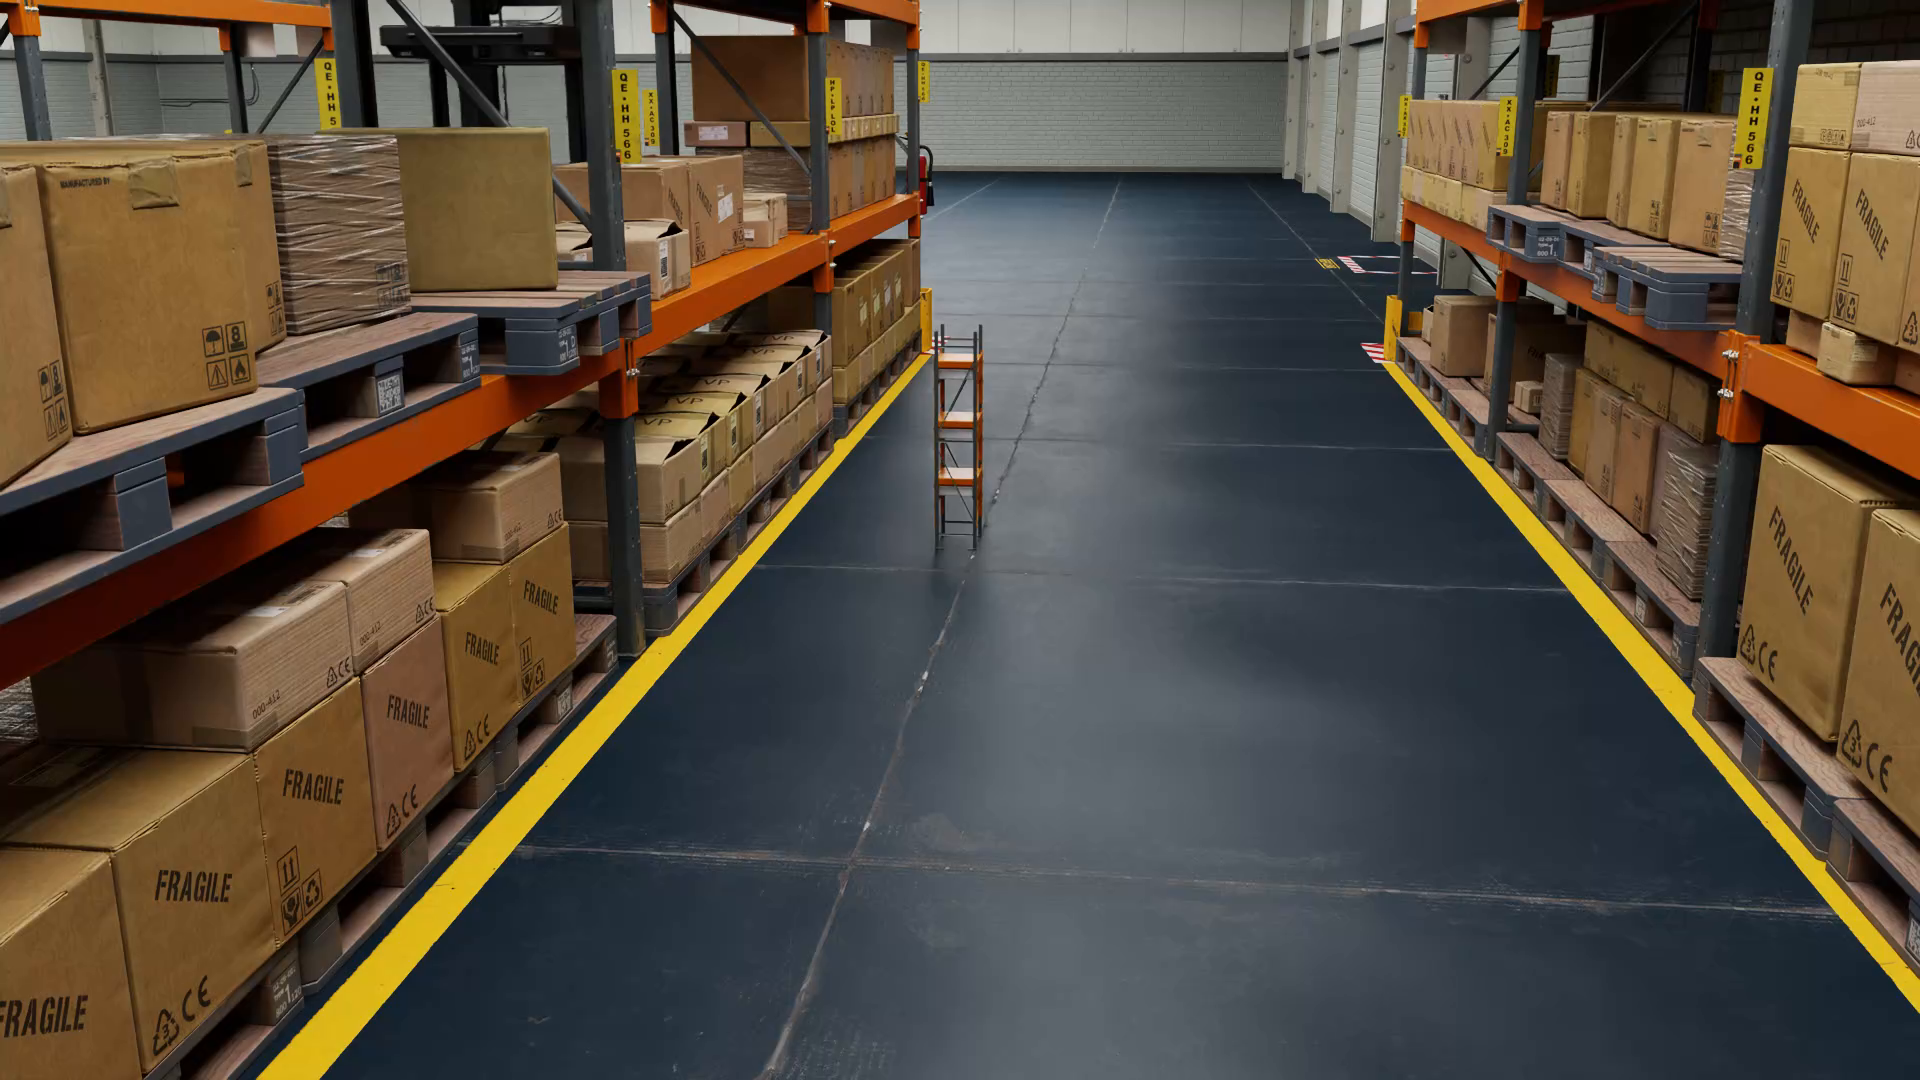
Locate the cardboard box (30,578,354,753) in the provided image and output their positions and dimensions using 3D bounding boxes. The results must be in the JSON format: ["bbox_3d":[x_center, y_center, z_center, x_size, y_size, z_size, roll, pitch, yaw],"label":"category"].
[{"bbox_3d":[-1.782,0.279,3.892,0.500,0.250,0.500,2,15,6],"label":"cardboard box"}]

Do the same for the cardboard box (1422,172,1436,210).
[{"bbox_3d":[3.607,-2.496,11.894,0.500,0.250,0.500,1,15,5],"label":"cardboard box"}]

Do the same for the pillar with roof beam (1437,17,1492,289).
[{"bbox_3d":[1.265,-7.315,17.973,9.100,9.000,0.400,2,15,6],"label":"pillar with roof beam"}]

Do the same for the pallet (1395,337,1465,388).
[{"bbox_3d":[3.950,-1.367,12.814,1.003,0.211,1.213,2,15,6],"label":"pallet"}]

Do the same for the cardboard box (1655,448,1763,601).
[{"bbox_3d":[3.212,-0.062,6.590,0.700,0.500,0.500,2,15,7],"label":"cardboard box"}]

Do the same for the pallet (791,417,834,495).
[{"bbox_3d":[-1.333,-0.512,9.651,1.003,0.211,1.213,2,15,6],"label":"pallet"}]

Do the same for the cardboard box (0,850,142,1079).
[{"bbox_3d":[-1.894,0.901,3.031,0.500,0.500,0.500,1,15,4],"label":"cardboard box"}]

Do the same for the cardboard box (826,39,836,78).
[{"bbox_3d":[-1.189,-2.971,10.726,0.700,0.500,0.500,2,15,6],"label":"cardboard box"}]

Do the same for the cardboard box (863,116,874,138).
[{"bbox_3d":[-0.835,-3.008,12.107,0.380,0.149,0.250,2,15,8],"label":"cardboard box"}]

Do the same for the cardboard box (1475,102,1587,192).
[{"bbox_3d":[3.380,-2.336,9.868,0.500,0.500,0.500,2,15,6],"label":"cardboard box"}]

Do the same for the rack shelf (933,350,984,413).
[{"bbox_3d":[-0.006,-0.757,7.902,0.215,0.259,0.240,2,15,6],"label":"rack shelf"}]

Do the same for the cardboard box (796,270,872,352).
[{"bbox_3d":[-0.876,-1.529,11.095,0.500,0.500,0.500,2,15,6],"label":"cardboard box"}]

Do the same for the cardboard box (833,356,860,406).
[{"bbox_3d":[-0.935,-1.037,10.713,0.500,0.250,0.500,2,15,6],"label":"cardboard box"}]

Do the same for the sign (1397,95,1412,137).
[{"bbox_3d":[3.546,-3.377,13.244,0.100,0.325,0.005,2,15,6],"label":"sign"}]

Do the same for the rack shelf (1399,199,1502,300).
[{"bbox_3d":[3.860,-2.077,11.474,1.077,0.370,4.000,2,15,6],"label":"rack shelf"}]

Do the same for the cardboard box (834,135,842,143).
[{"bbox_3d":[-0.982,-2.676,10.877,0.380,0.149,0.250,2,15,6],"label":"cardboard box"}]

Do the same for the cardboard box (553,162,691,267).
[{"bbox_3d":[-1.567,-1.497,7.759,0.500,0.500,0.500,1,15,3],"label":"cardboard box"}]

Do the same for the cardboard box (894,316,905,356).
[{"bbox_3d":[-0.703,-1.555,12.631,0.500,0.250,0.500,2,15,6],"label":"cardboard box"}]

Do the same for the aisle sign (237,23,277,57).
[{"bbox_3d":[-6.041,-4.517,14.139,0.394,0.787,0.004,2,15,6],"label":"aisle sign"}]

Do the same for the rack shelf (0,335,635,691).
[{"bbox_3d":[-1.965,-0.147,4.337,1.077,0.370,4.000,2,15,6],"label":"rack shelf"}]

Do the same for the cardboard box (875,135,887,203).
[{"bbox_3d":[-0.957,-2.879,12.871,0.700,0.500,0.500,2,15,8],"label":"cardboard box"}]

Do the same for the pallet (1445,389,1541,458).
[{"bbox_3d":[3.675,-0.734,10.474,1.003,0.211,1.213,2,15,6],"label":"pallet"}]

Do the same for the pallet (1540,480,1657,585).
[{"bbox_3d":[3.413,-0.040,7.905,1.003,0.211,1.213,2,15,6],"label":"pallet"}]

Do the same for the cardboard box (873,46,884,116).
[{"bbox_3d":[-0.962,-3.491,12.650,0.700,0.500,0.500,1,15,5],"label":"cardboard box"}]

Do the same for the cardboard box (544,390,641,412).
[{"bbox_3d":[-1.813,-0.568,7.904,0.500,0.311,0.500,2,15,6],"label":"cardboard box"}]

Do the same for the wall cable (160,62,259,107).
[{"bbox_3d":[-21.401,-13.566,47.043,3.097,2.526,0.112,2,15,6],"label":"wall cable"}]

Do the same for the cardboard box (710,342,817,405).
[{"bbox_3d":[-1.102,-0.948,9.309,0.500,0.311,0.500,2,15,8],"label":"cardboard box"}]

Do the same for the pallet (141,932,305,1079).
[{"bbox_3d":[-2.137,1.159,3.473,1.003,0.211,1.213,2,15,6],"label":"pallet"}]

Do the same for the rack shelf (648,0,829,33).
[{"bbox_3d":[-1.514,-2.632,7.782,1.077,0.370,4.000,2,15,6],"label":"rack shelf"}]

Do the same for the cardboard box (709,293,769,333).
[{"bbox_3d":[-1.385,-1.544,11.151,0.500,0.500,0.500,2,15,6],"label":"cardboard box"}]

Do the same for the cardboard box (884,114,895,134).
[{"bbox_3d":[-0.719,-3.276,13.098,0.380,0.149,0.250,2,15,8],"label":"cardboard box"}]

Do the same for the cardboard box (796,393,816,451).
[{"bbox_3d":[-1.106,-0.678,9.387,0.500,0.250,0.500,1,15,5],"label":"cardboard box"}]

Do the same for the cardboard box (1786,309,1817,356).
[{"bbox_3d":[2.915,-0.678,5.365,0.380,0.149,0.250,1,15,5],"label":"cardboard box"}]

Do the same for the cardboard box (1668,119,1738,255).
[{"bbox_3d":[3.262,-1.396,6.545,0.700,0.500,0.500,0,15,1],"label":"cardboard box"}]

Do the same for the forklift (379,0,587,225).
[{"bbox_3d":[-2.817,-2.114,10.367,1.130,2.935,3.031,2,15,7],"label":"forklift"}]

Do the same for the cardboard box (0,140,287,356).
[{"bbox_3d":[-2.053,-0.686,3.958,0.700,0.500,0.500,-2,15,-8],"label":"cardboard box"}]

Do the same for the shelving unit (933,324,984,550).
[{"bbox_3d":[-0.006,-0.493,7.974,0.215,1.050,0.252,2,15,6],"label":"shelving unit"}]

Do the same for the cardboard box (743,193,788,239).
[{"bbox_3d":[-1.301,-1.849,9.540,0.500,0.250,0.500,3,15,10],"label":"cardboard box"}]

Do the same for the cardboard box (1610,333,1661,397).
[{"bbox_3d":[3.466,-0.832,8.003,0.500,0.250,0.500,1,15,5],"label":"cardboard box"}]

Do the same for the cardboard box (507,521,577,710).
[{"bbox_3d":[-1.612,0.231,5.507,0.500,0.500,0.500,2,15,8],"label":"cardboard box"}]

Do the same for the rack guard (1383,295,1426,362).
[{"bbox_3d":[4.077,-1.716,13.552,1.175,0.500,0.348,2,15,6],"label":"rack guard"}]

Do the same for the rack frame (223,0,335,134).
[{"bbox_3d":[-5.758,-3.235,14.377,1.000,3.000,0.127,2,15,6],"label":"rack frame"}]

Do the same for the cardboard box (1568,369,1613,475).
[{"bbox_3d":[3.559,-0.584,8.522,0.700,0.500,0.500,1,15,5],"label":"cardboard box"}]

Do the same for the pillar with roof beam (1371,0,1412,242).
[{"bbox_3d":[1.943,-8.871,23.728,9.100,9.000,0.400,2,15,6],"label":"pillar with roof beam"}]

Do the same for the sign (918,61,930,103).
[{"bbox_3d":[-0.299,-3.741,13.580,0.100,0.325,0.005,2,15,6],"label":"sign"}]

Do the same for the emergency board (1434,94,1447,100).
[{"bbox_3d":[5.860,-4.932,20.654,0.194,1.169,0.643,2,15,6],"label":"emergency board"}]

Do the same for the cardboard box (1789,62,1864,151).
[{"bbox_3d":[2.872,-1.314,5.038,0.500,0.250,0.500,2,15,8],"label":"cardboard box"}]

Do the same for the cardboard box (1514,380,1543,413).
[{"bbox_3d":[3.665,-0.890,10.290,0.380,0.166,0.250,0,15,-1],"label":"cardboard box"}]
